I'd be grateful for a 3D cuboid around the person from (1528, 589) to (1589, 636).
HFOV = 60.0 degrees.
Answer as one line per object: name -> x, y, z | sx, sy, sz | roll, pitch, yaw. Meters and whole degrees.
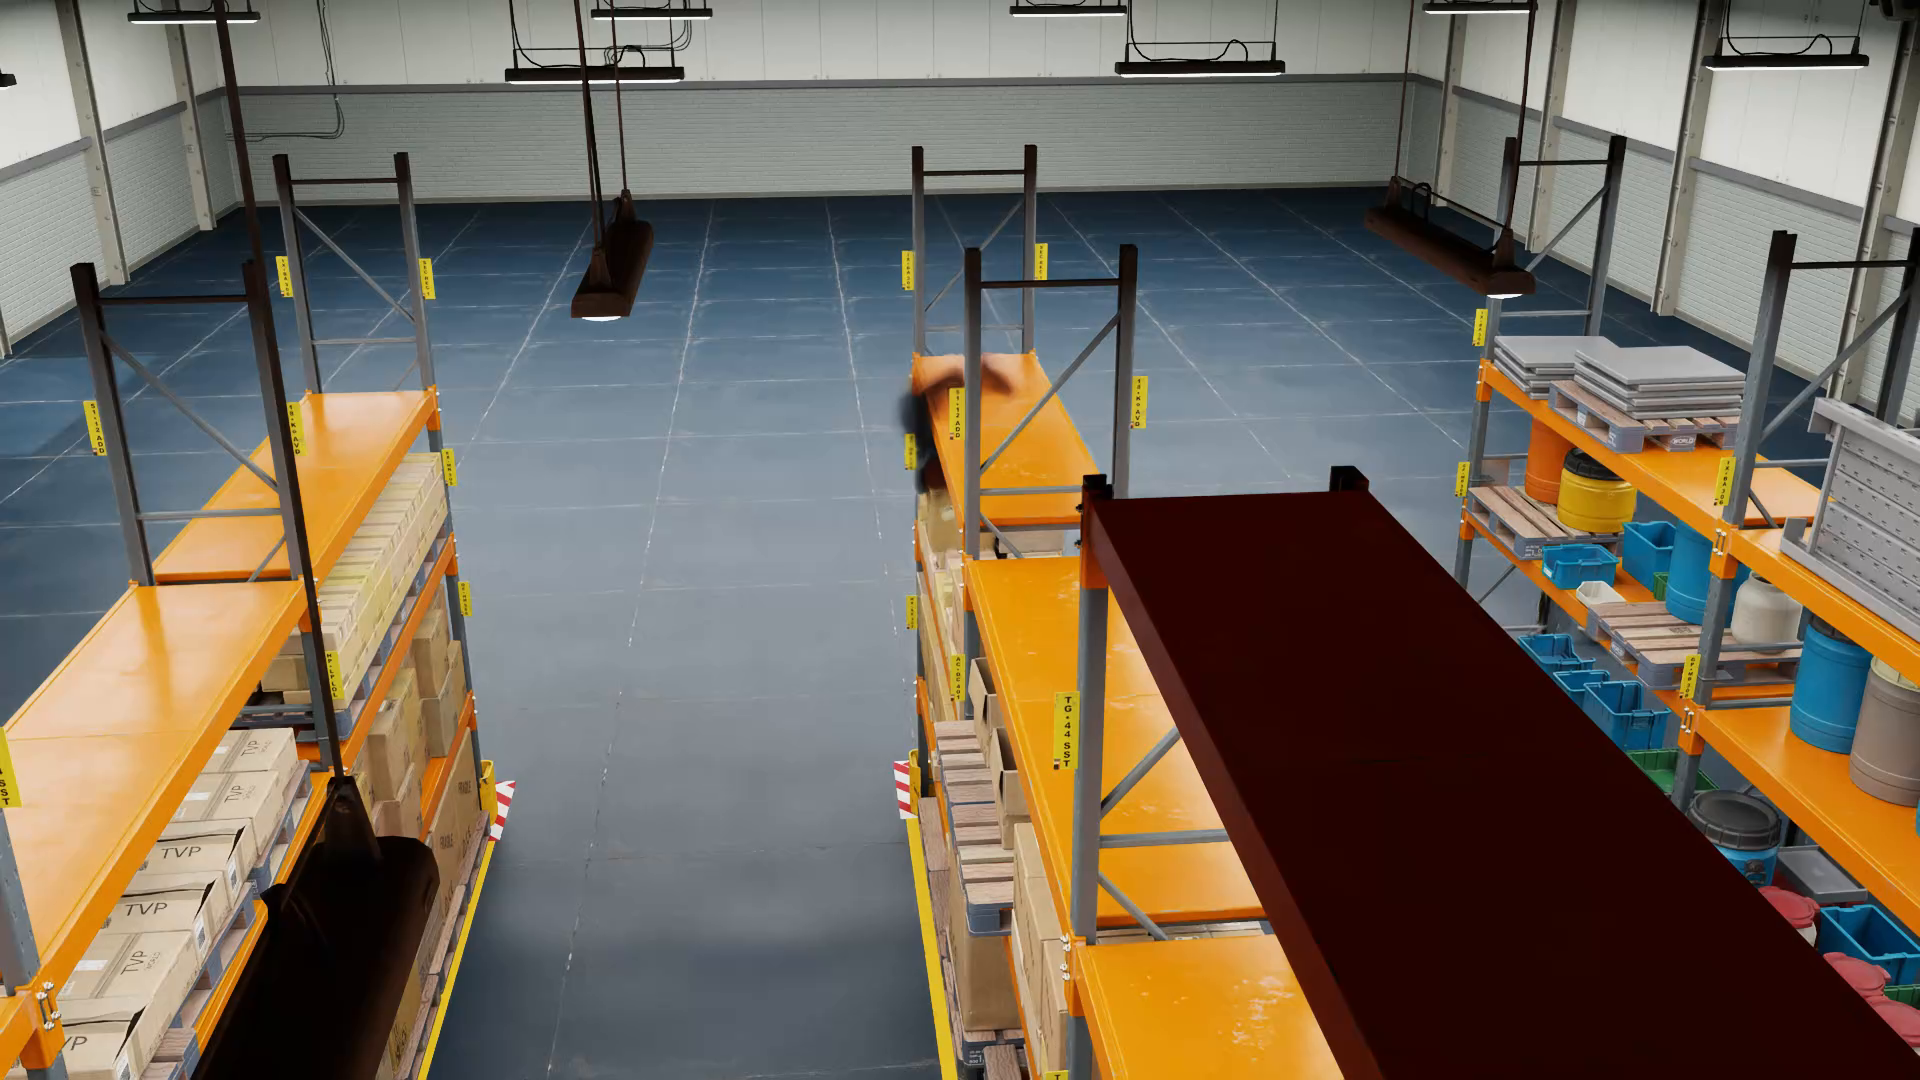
person -> 6.883, 0.363, 18.511 | 0.867, 1.720, 0.723 | 10, 24, 23
